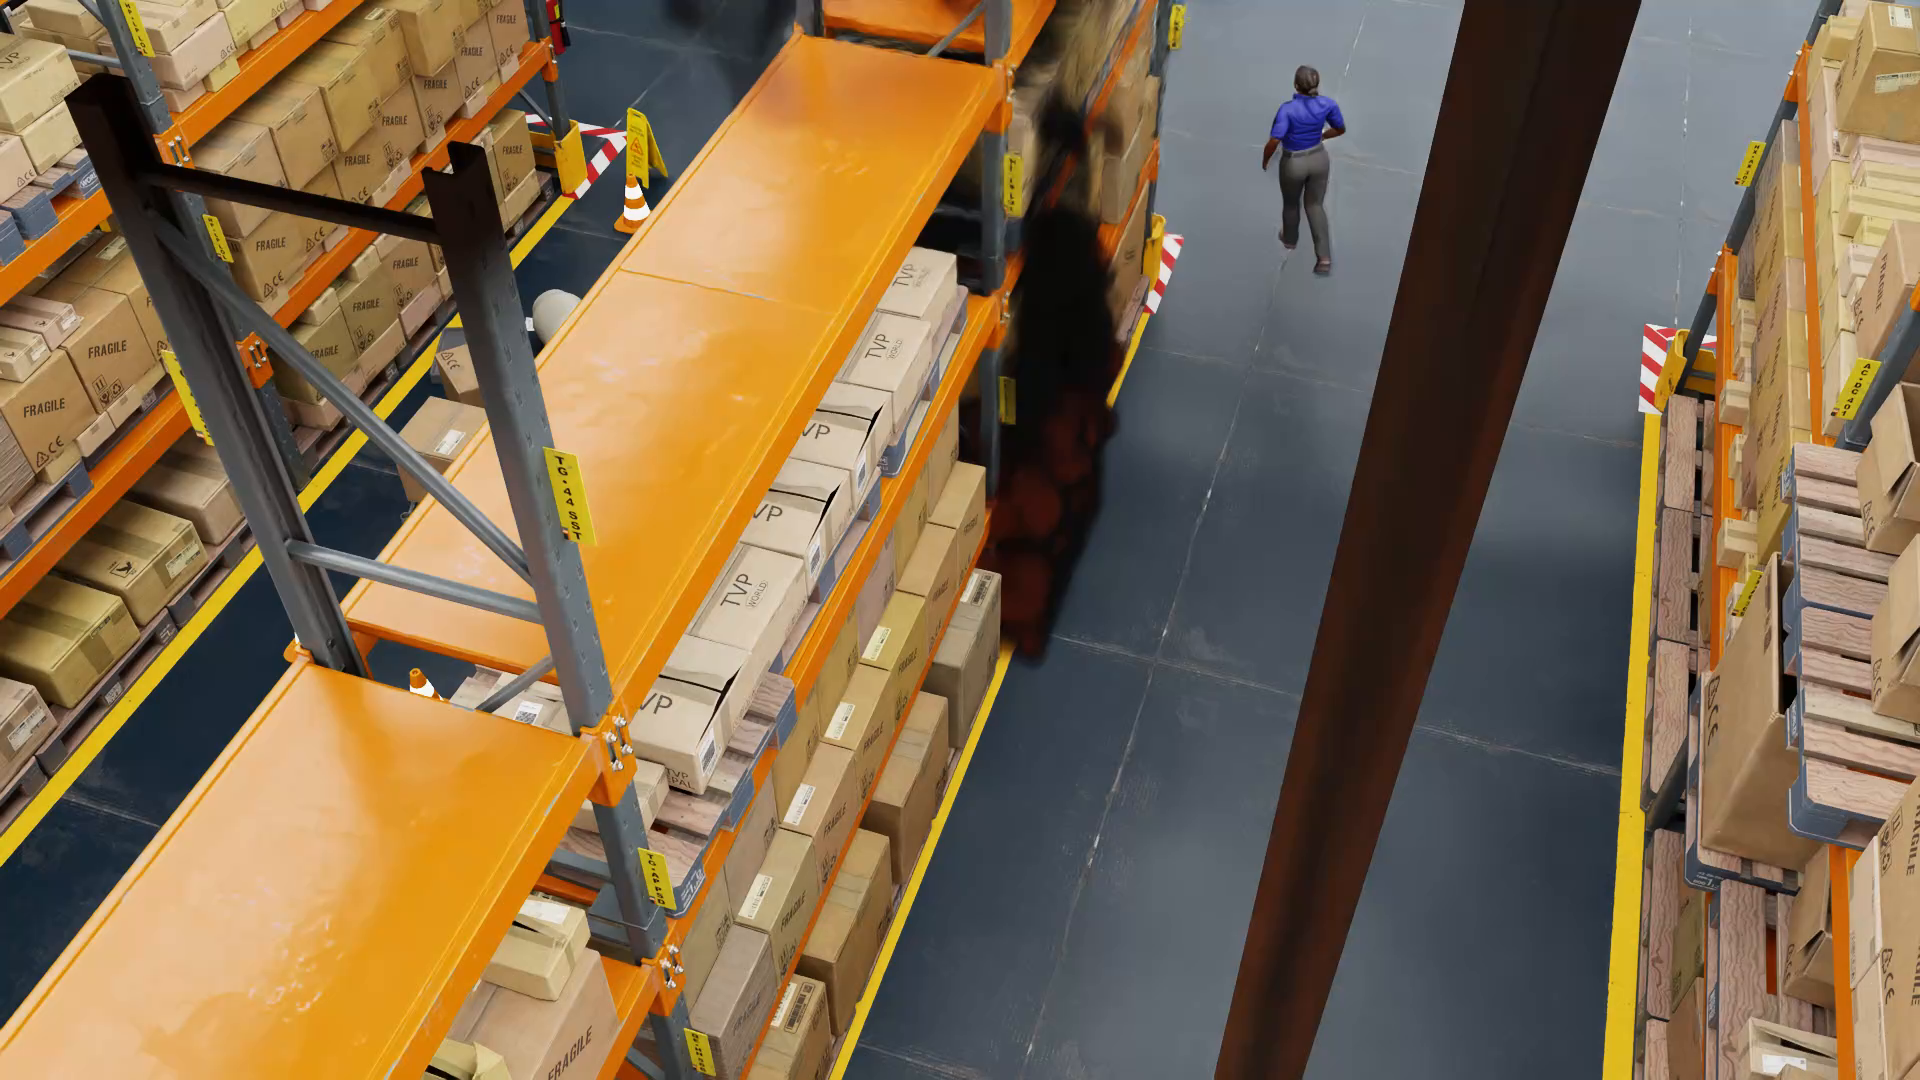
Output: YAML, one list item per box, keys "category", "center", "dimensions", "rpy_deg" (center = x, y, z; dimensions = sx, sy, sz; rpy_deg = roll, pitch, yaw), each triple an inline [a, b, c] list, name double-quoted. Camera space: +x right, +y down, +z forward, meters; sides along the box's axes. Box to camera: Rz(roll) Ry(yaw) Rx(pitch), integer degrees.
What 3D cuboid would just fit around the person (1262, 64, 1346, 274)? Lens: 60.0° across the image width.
- category: "person"
  center: [2.488, -2.732, 12.278]
  dimensions: [0.628, 1.684, 0.742]
  rpy_deg: [-9, 46, -8]
